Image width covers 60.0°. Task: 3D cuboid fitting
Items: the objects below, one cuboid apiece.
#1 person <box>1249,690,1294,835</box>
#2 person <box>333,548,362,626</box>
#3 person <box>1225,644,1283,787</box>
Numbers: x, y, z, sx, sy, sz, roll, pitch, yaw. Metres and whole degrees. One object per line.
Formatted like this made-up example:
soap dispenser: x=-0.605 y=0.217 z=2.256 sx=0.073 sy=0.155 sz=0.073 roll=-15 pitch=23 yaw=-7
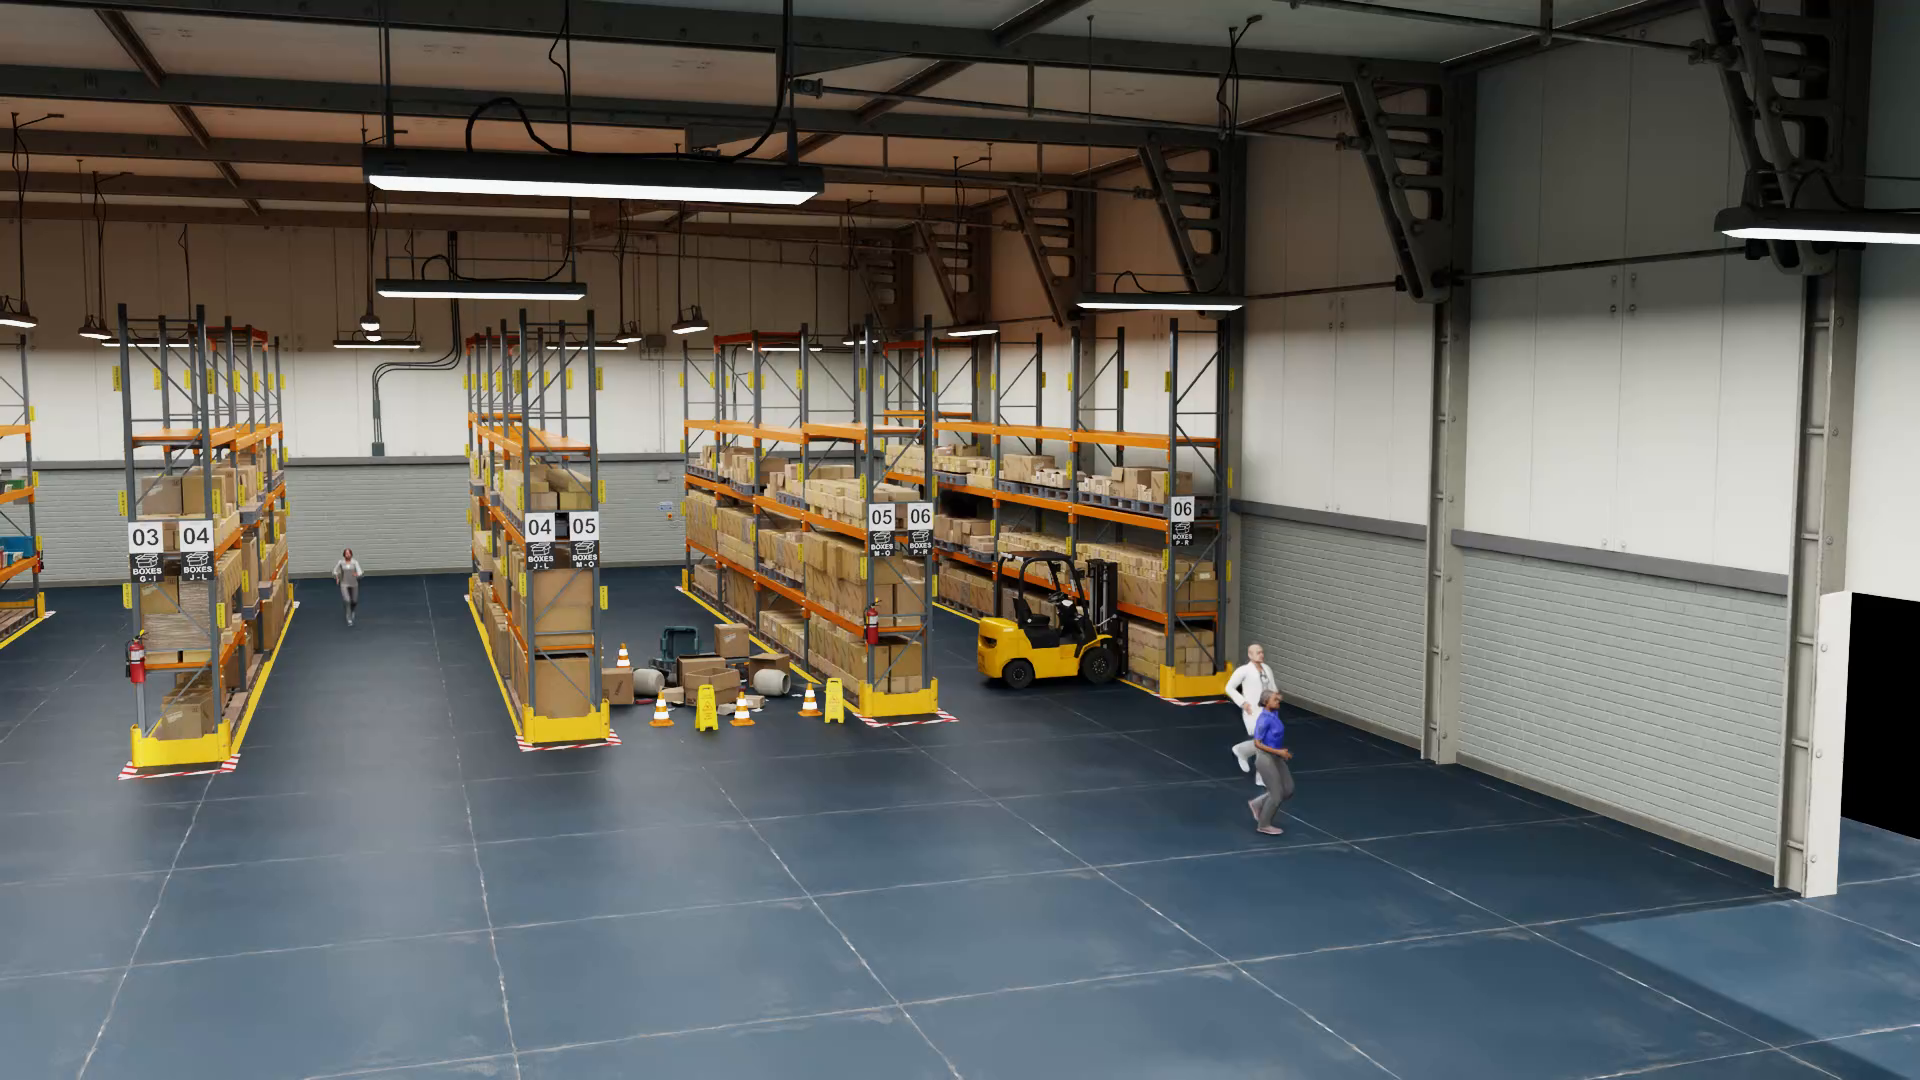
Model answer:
person: x=3.452 y=2.456 z=18.412 sx=0.575 sy=1.606 sz=0.571 roll=3 pitch=6 yaw=30
person: x=-12.612 y=0.963 z=34.300 sx=0.545 sy=1.551 sz=0.857 roll=-3 pitch=6 yaw=-26
person: x=3.675 y=2.169 z=20.734 sx=0.720 sy=1.745 sz=0.896 roll=-4 pitch=7 yaw=-34
